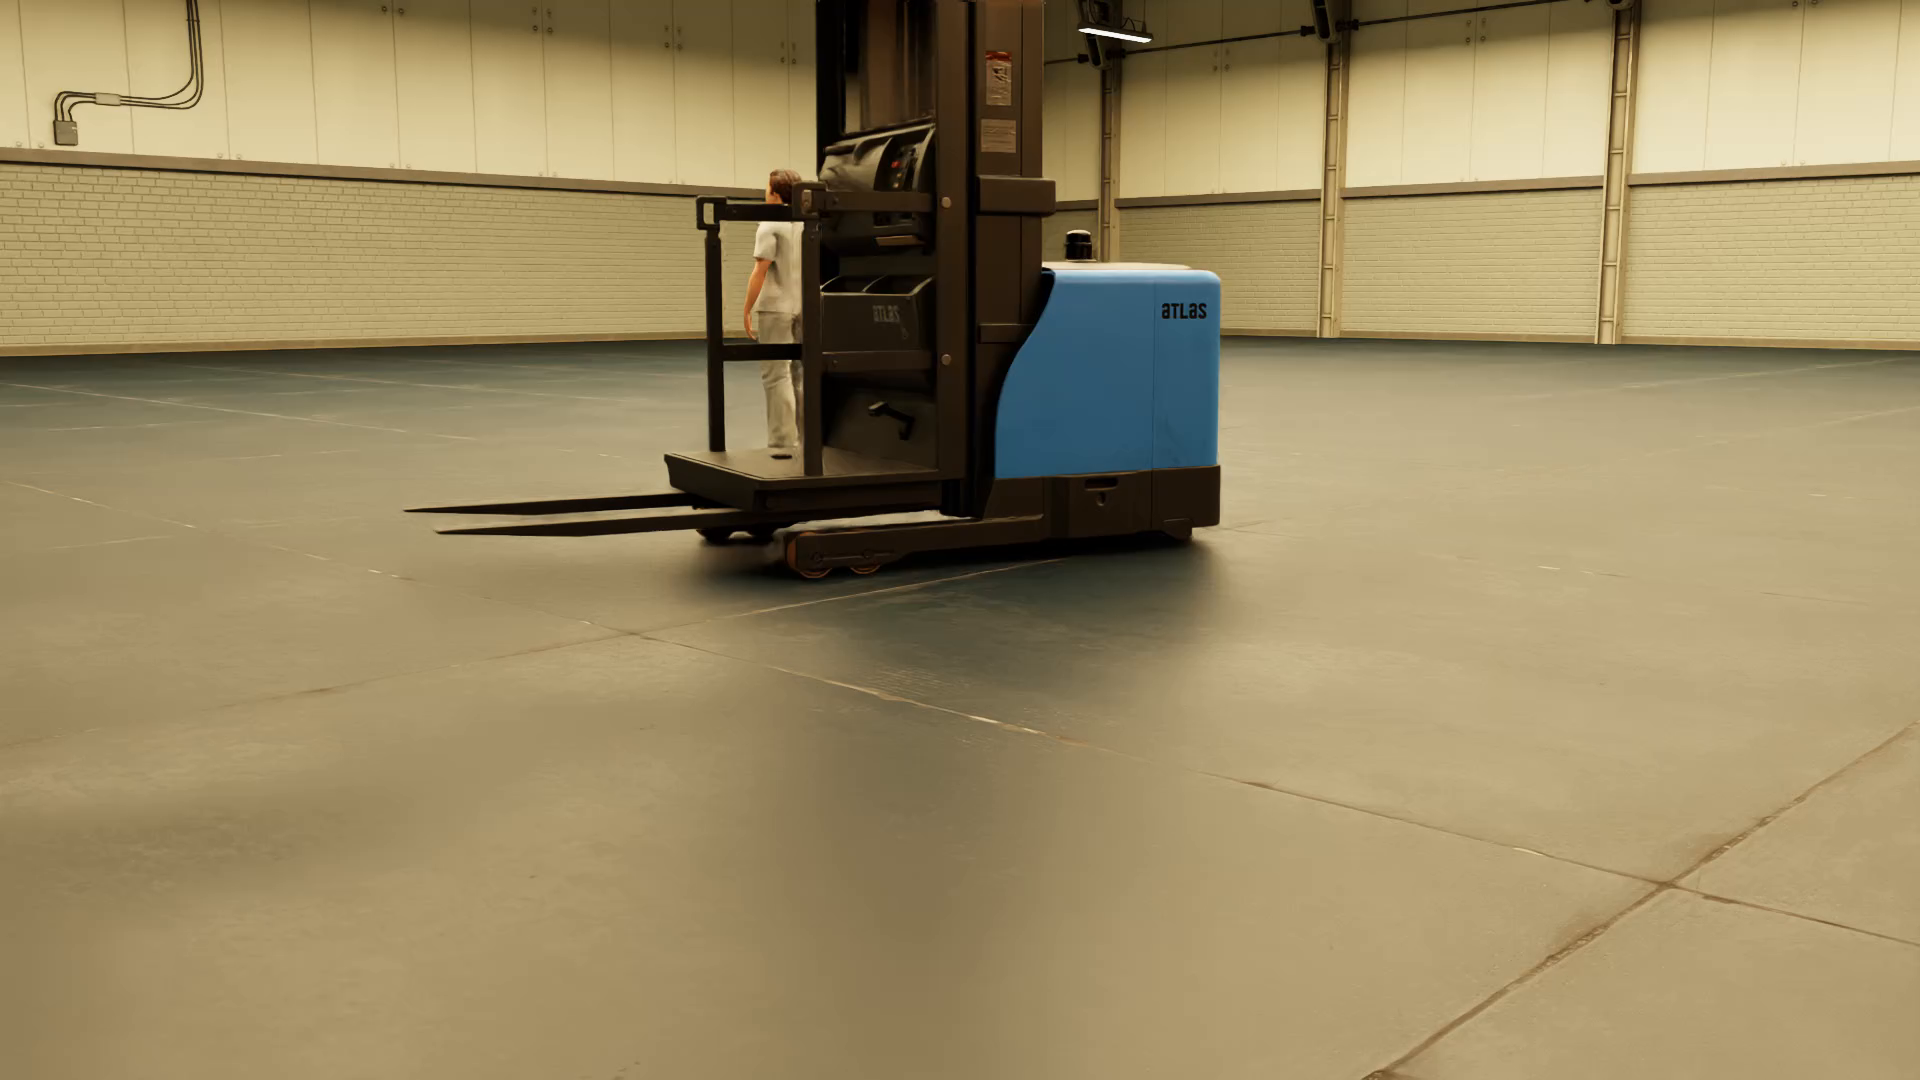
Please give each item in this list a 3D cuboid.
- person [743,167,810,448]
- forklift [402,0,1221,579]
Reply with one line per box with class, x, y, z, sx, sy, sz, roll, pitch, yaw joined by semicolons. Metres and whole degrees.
person;-1.045;-1.285;9.574;0.550;1.676;0.550;8;12;44
forklift;-0.508;-1.403;6.188;3.031;2.935;1.130;-4;10;-28
